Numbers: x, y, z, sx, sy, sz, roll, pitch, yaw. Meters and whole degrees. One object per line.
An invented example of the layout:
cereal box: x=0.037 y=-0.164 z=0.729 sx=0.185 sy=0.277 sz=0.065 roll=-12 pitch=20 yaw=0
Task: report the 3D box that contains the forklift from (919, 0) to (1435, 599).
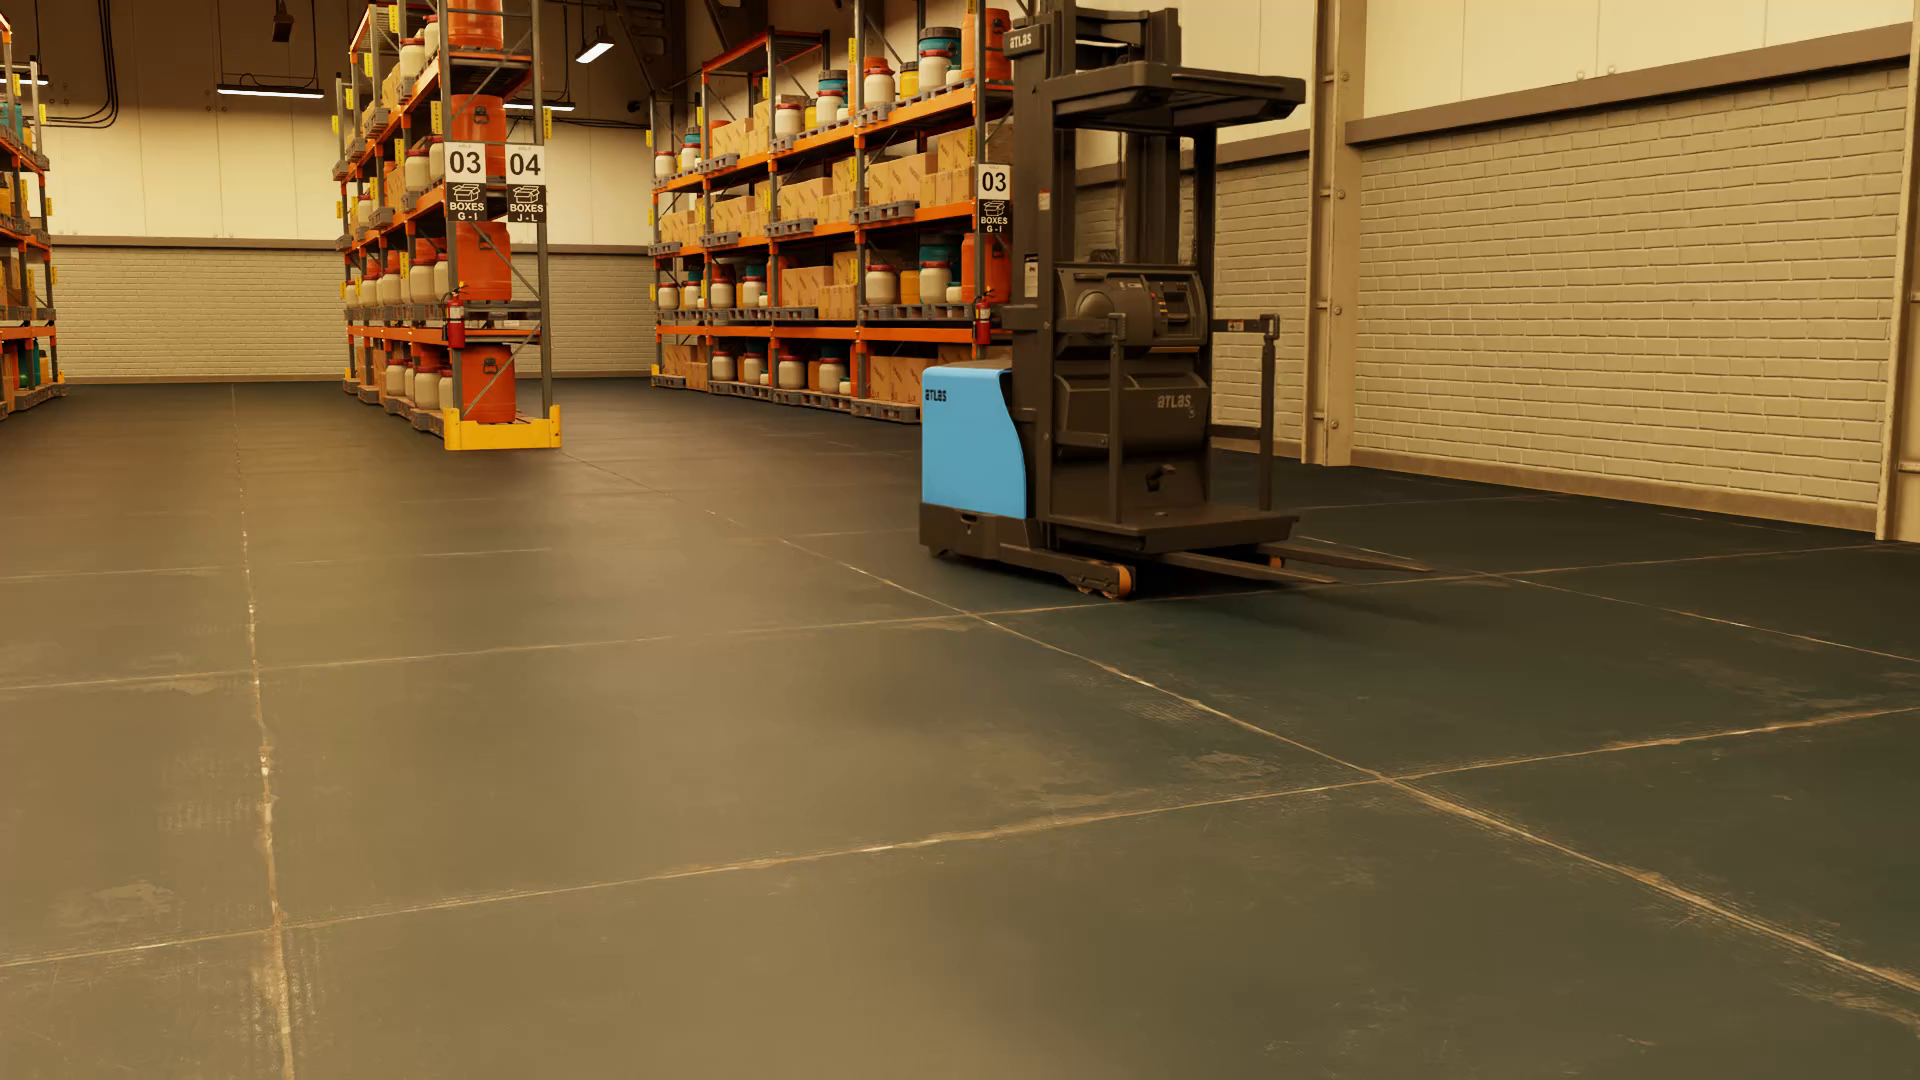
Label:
forklift: x=1.007 y=-1.239 z=8.338 sx=1.130 sy=2.935 sz=3.031 roll=-5 pitch=9 yaw=-34
